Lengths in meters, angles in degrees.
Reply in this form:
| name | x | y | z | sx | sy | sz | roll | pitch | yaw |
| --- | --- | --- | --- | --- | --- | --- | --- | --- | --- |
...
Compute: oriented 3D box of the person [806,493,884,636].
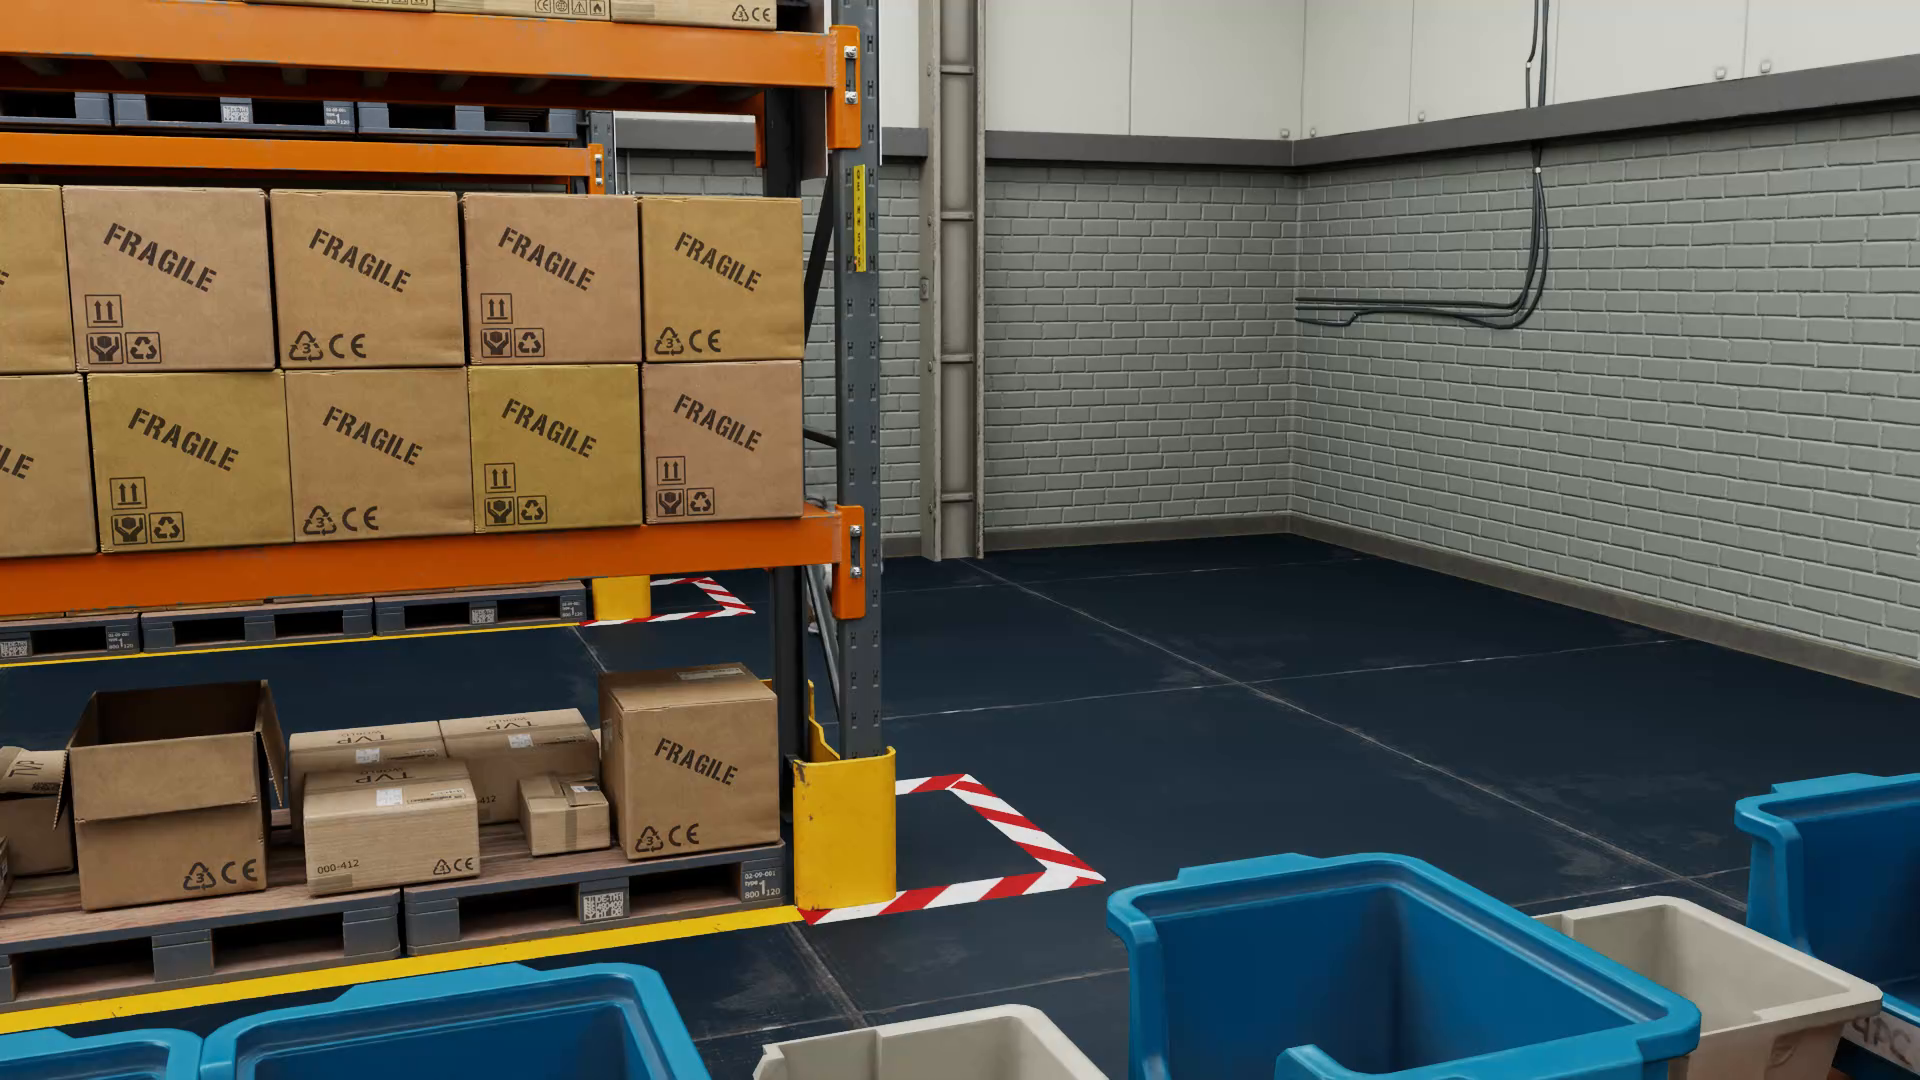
| name | x | y | z | sx | sy | sz | roll | pitch | yaw |
| --- | --- | --- | --- | --- | --- | --- | --- | --- | --- |
| person | -0.749 | 0.177 | 9.785 | 0.466 | 0.847 | 0.889 | -4 | 10 | -22 |
